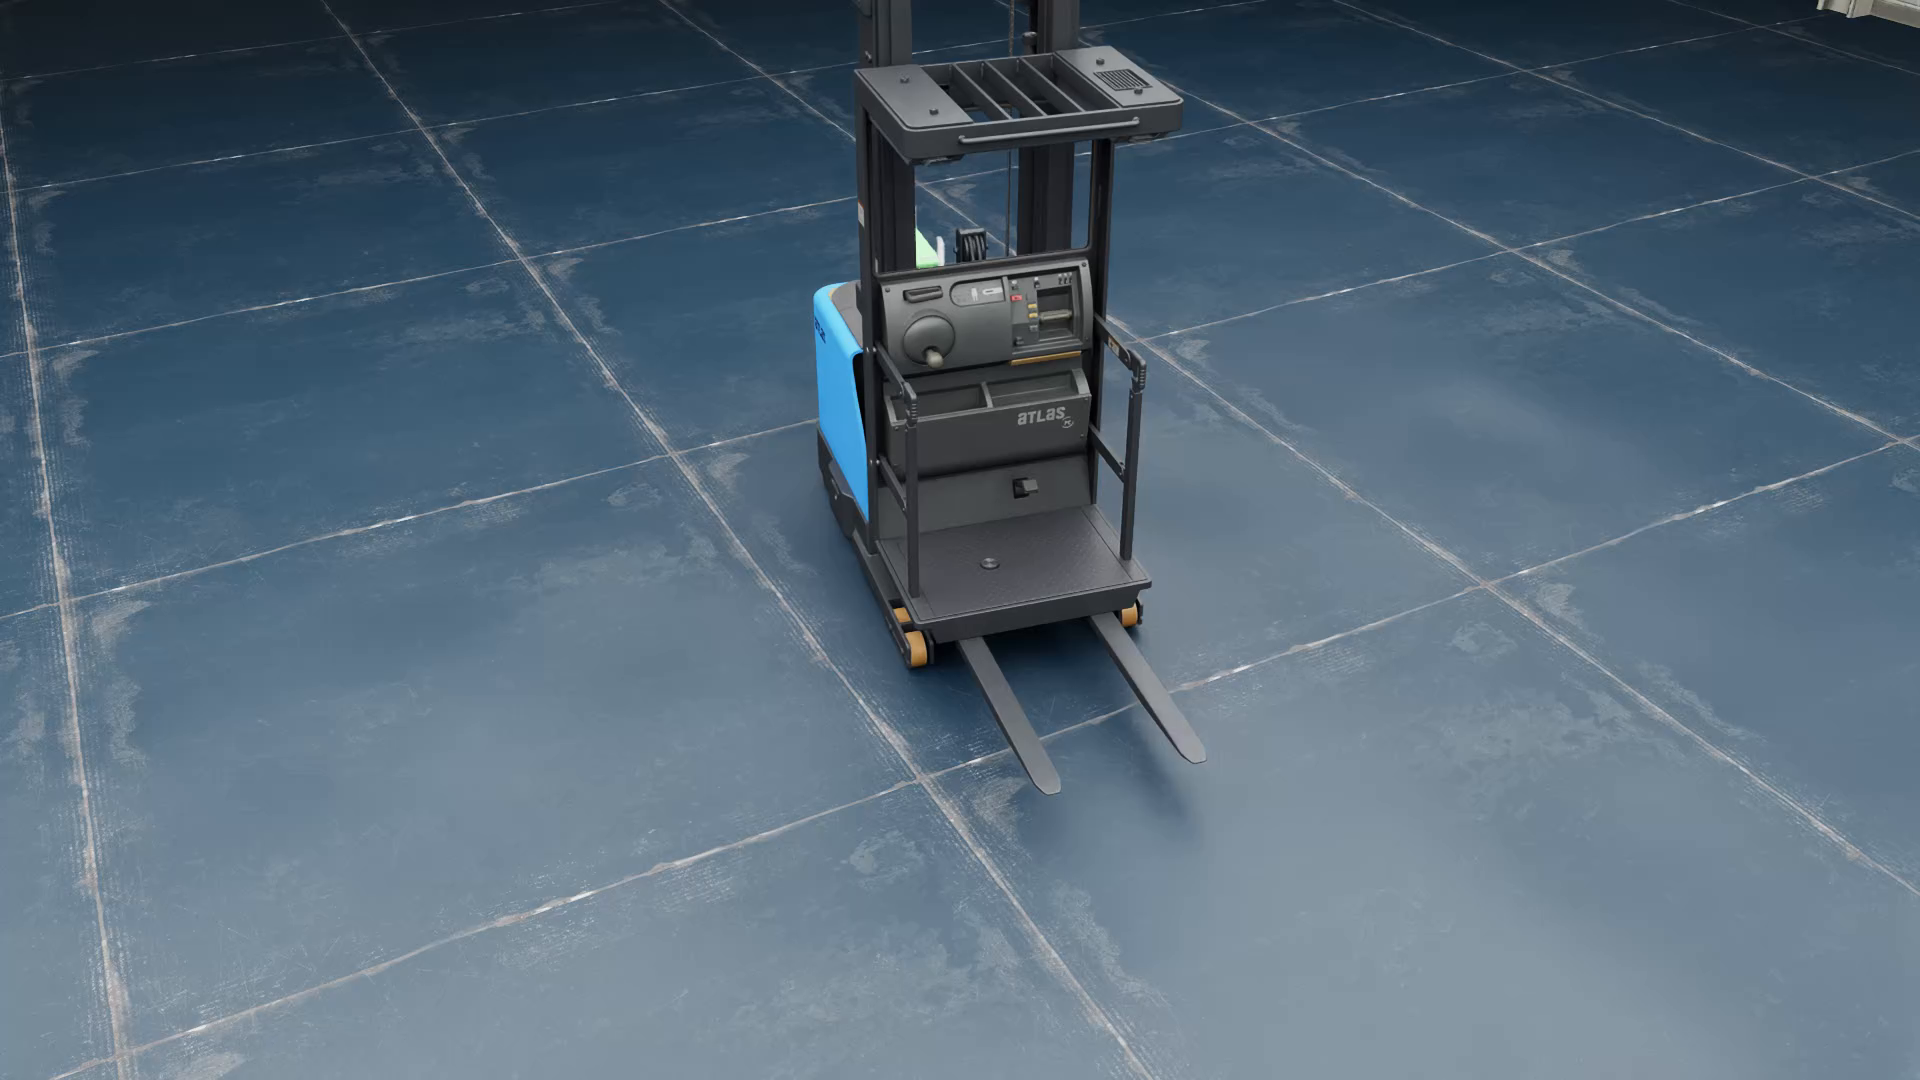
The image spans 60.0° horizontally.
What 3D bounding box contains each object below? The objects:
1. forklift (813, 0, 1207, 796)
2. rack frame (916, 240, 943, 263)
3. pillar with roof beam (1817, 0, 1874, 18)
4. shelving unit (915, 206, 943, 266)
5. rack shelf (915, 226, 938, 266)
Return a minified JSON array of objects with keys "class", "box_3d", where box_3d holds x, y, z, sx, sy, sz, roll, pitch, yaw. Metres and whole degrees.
[{"class":"forklift","box_3d":[0.190,-0.910,6.953,1.130,2.935,3.031,-10,34,-15]},{"class":"rack frame","box_3d":[-0.203,-0.985,8.675,0.240,1.200,0.015,-10,34,-15]},{"class":"pillar with roof beam","box_3d":[4.899,-7.915,12.263,9.100,9.000,0.400,-16,36,-23]},{"class":"shelving unit","box_3d":[-0.276,-1.110,8.871,0.258,1.200,0.503,-10,34,-15]},{"class":"rack shelf","box_3d":[-0.276,-1.461,8.646,0.258,0.148,0.480,-10,34,-15]}]
